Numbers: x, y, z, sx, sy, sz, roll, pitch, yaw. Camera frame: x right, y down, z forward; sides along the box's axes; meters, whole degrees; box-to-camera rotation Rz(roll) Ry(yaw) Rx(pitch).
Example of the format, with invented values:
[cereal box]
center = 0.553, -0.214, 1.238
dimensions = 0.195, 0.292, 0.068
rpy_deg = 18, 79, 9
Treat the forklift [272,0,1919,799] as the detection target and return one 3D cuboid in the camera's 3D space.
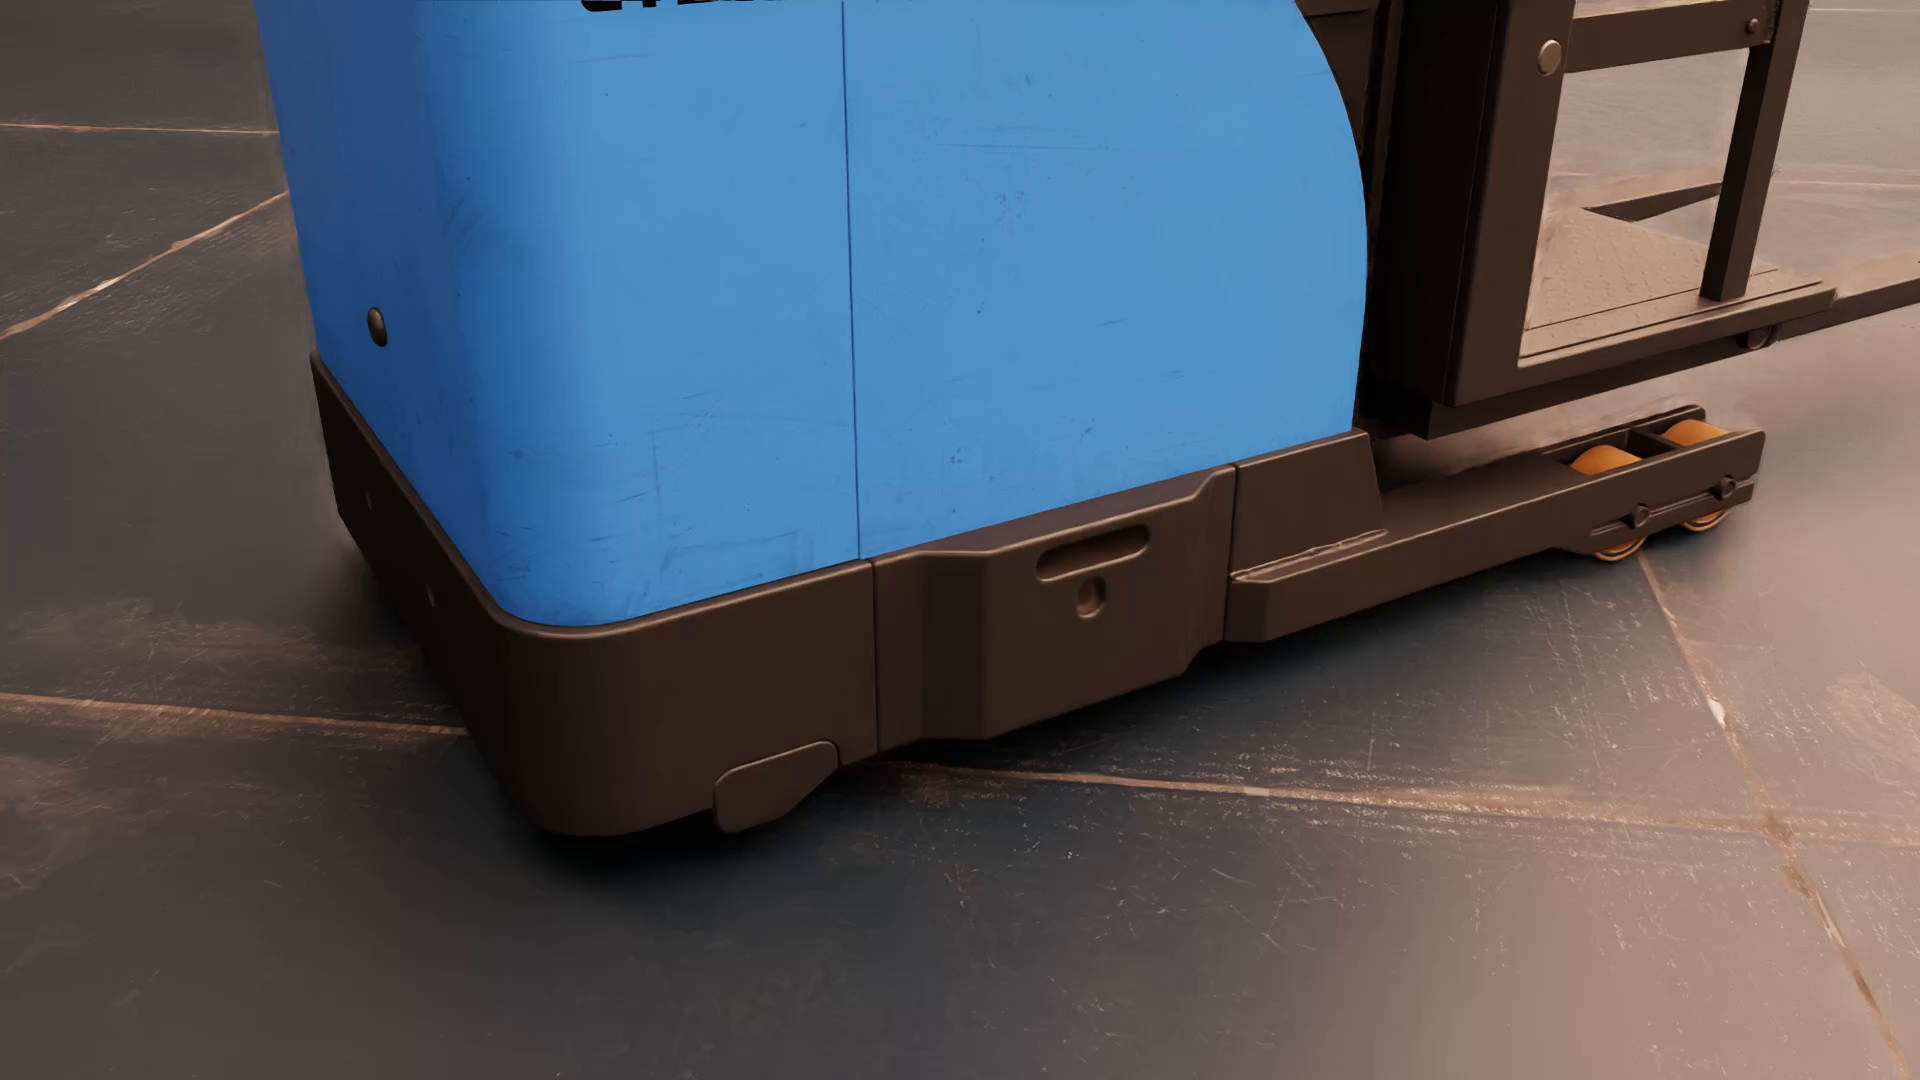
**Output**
[forklift]
center = 0.643, -1.418, 2.059
dimensions = 3.031, 2.935, 1.130
rpy_deg = -9, 28, -18
